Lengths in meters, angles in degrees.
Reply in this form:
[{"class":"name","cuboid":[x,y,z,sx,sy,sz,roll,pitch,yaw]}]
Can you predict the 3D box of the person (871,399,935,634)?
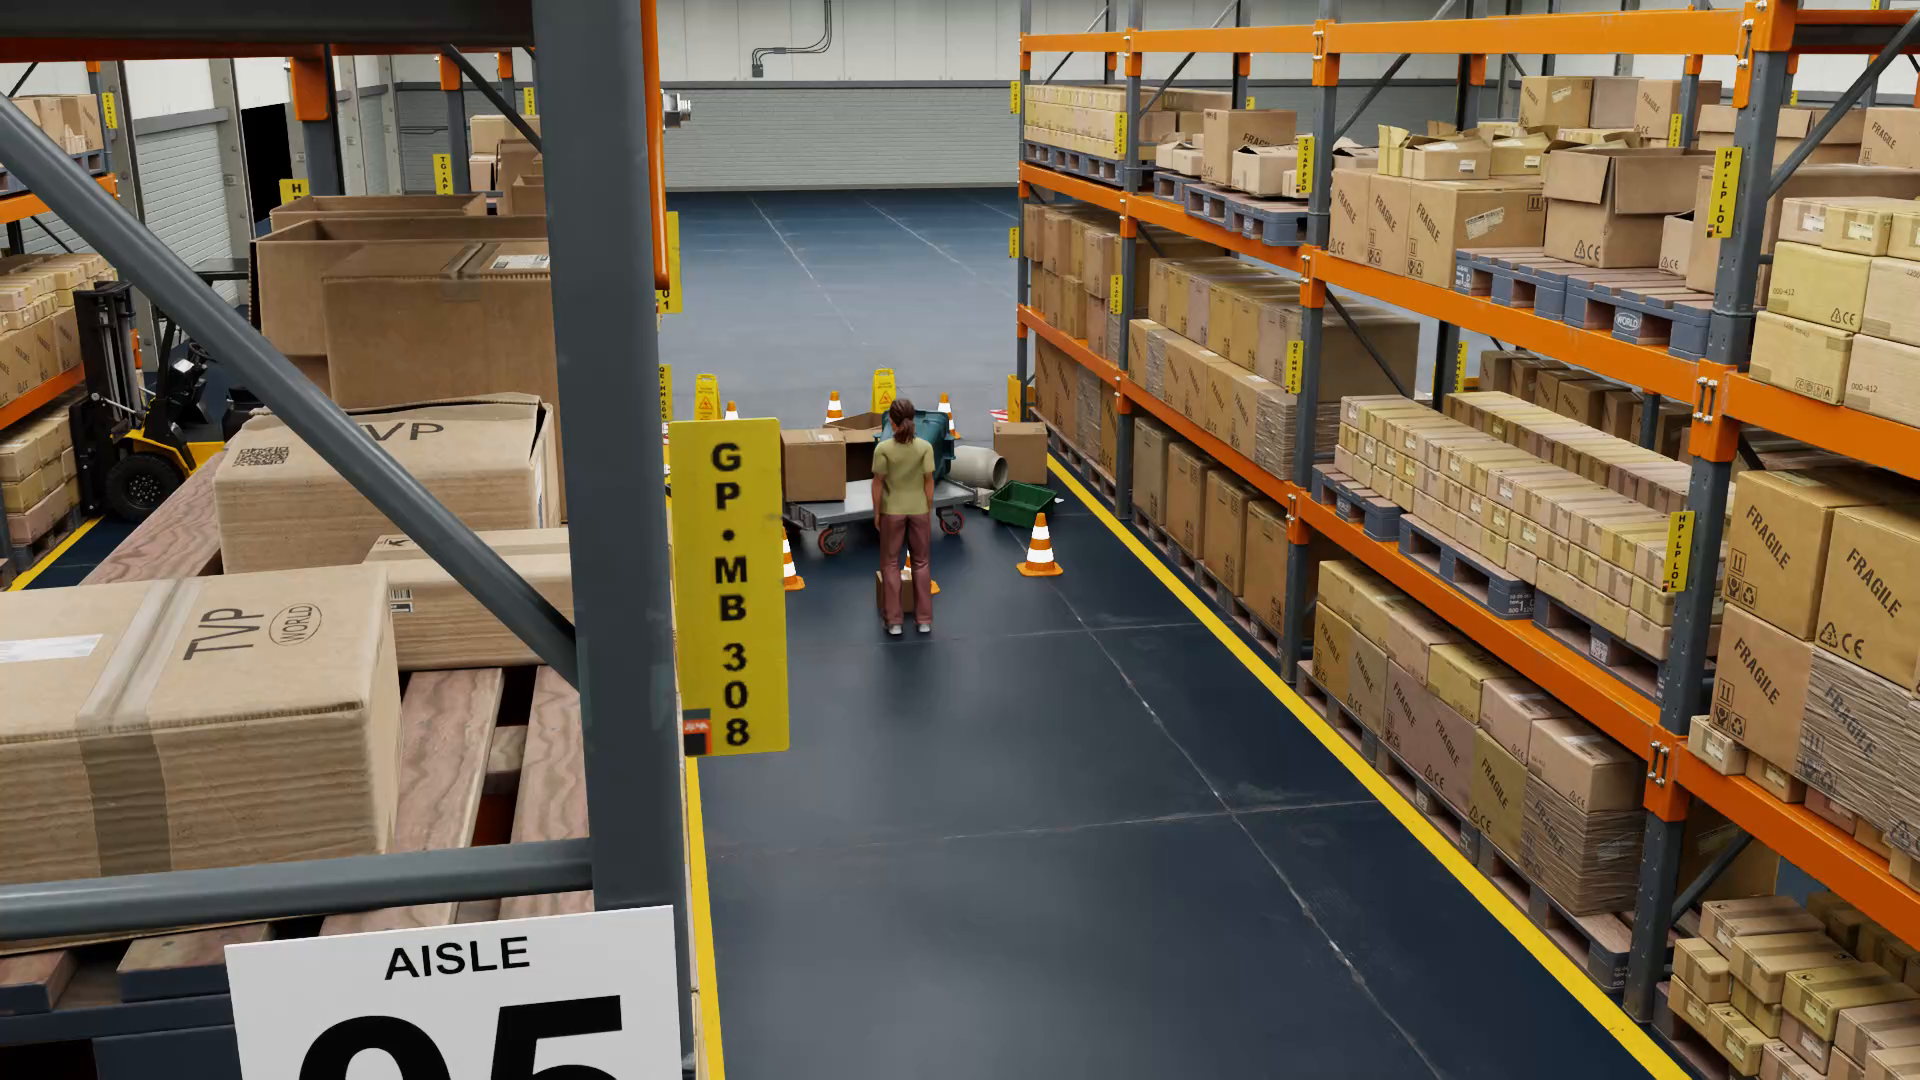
[{"class":"person","cuboid":[-0.397,-0.163,11.606,0.445,1.673,0.363,-3,17,-9]}]
